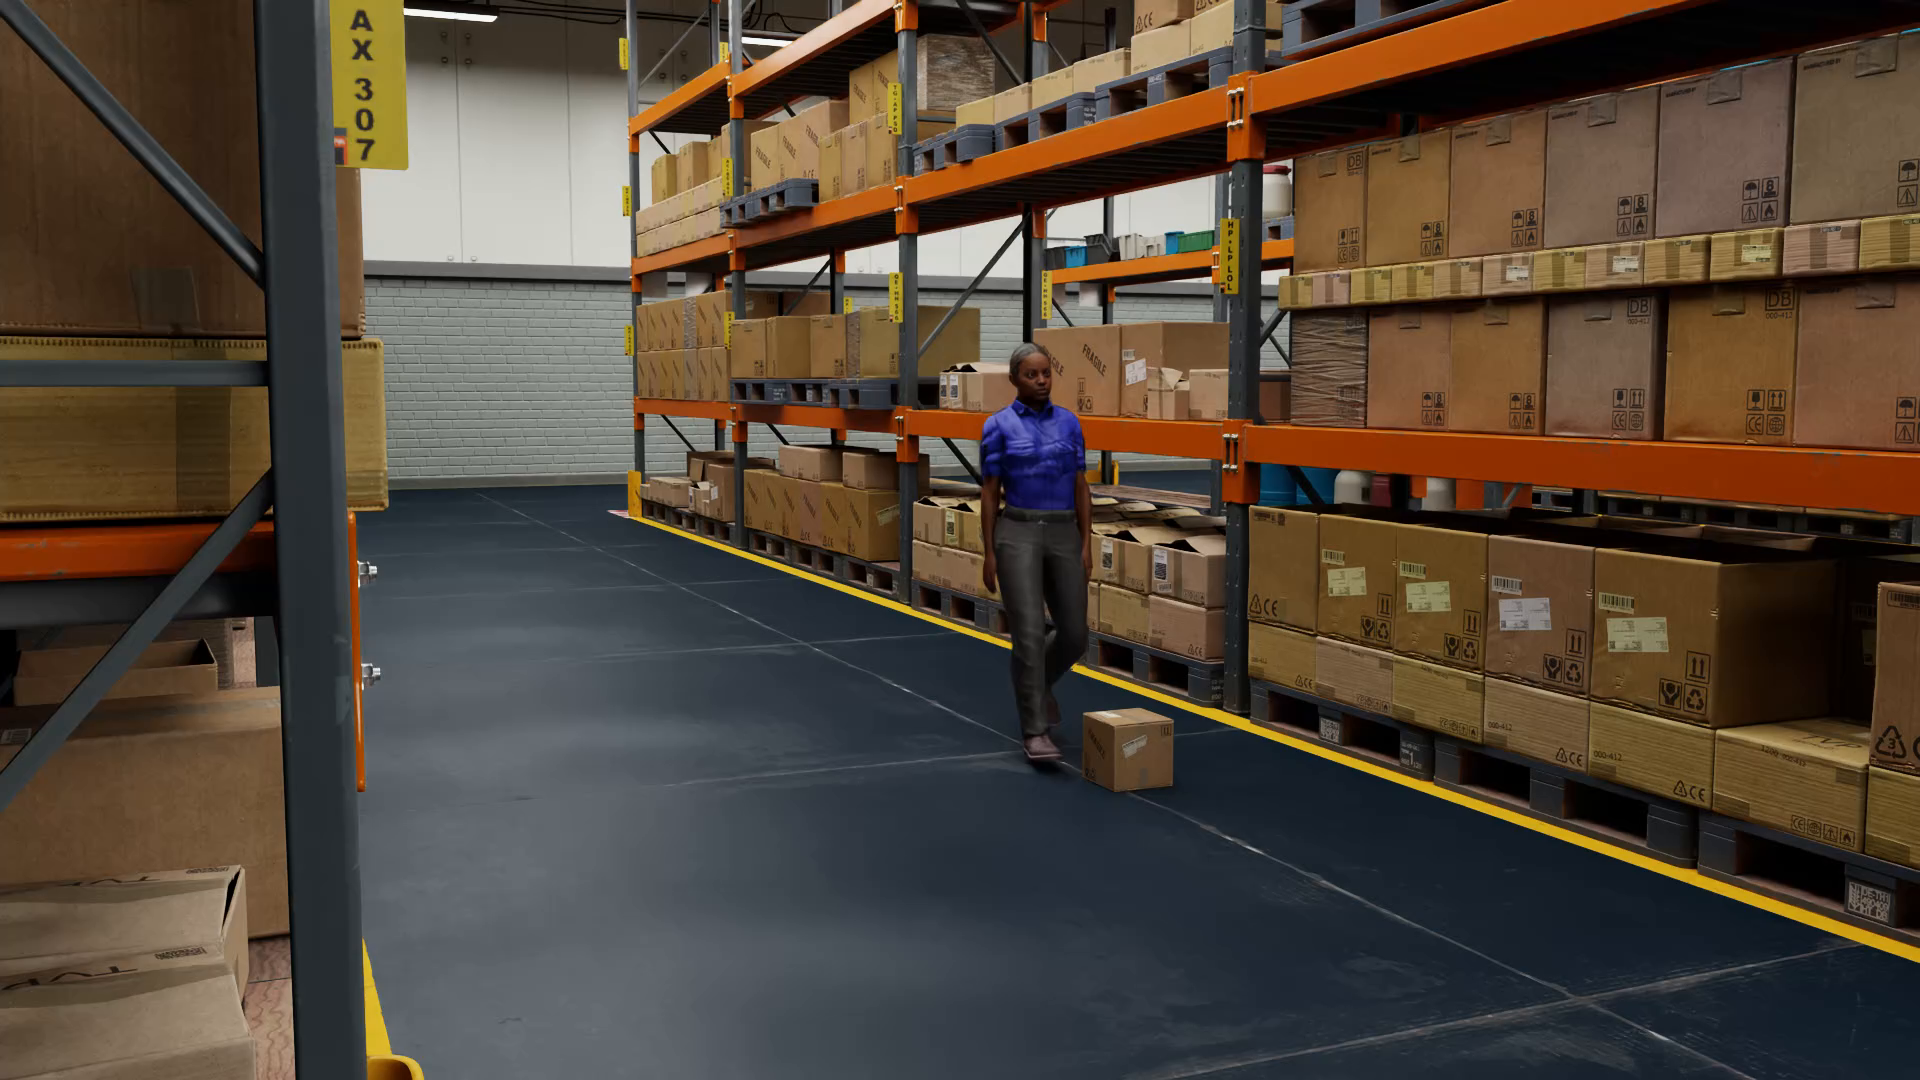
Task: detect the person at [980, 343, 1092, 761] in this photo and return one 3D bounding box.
[{"bbox_3d":[0.318,0.023,6.674,0.463,1.624,0.781,-2,6,-19],"label":"person"}]
